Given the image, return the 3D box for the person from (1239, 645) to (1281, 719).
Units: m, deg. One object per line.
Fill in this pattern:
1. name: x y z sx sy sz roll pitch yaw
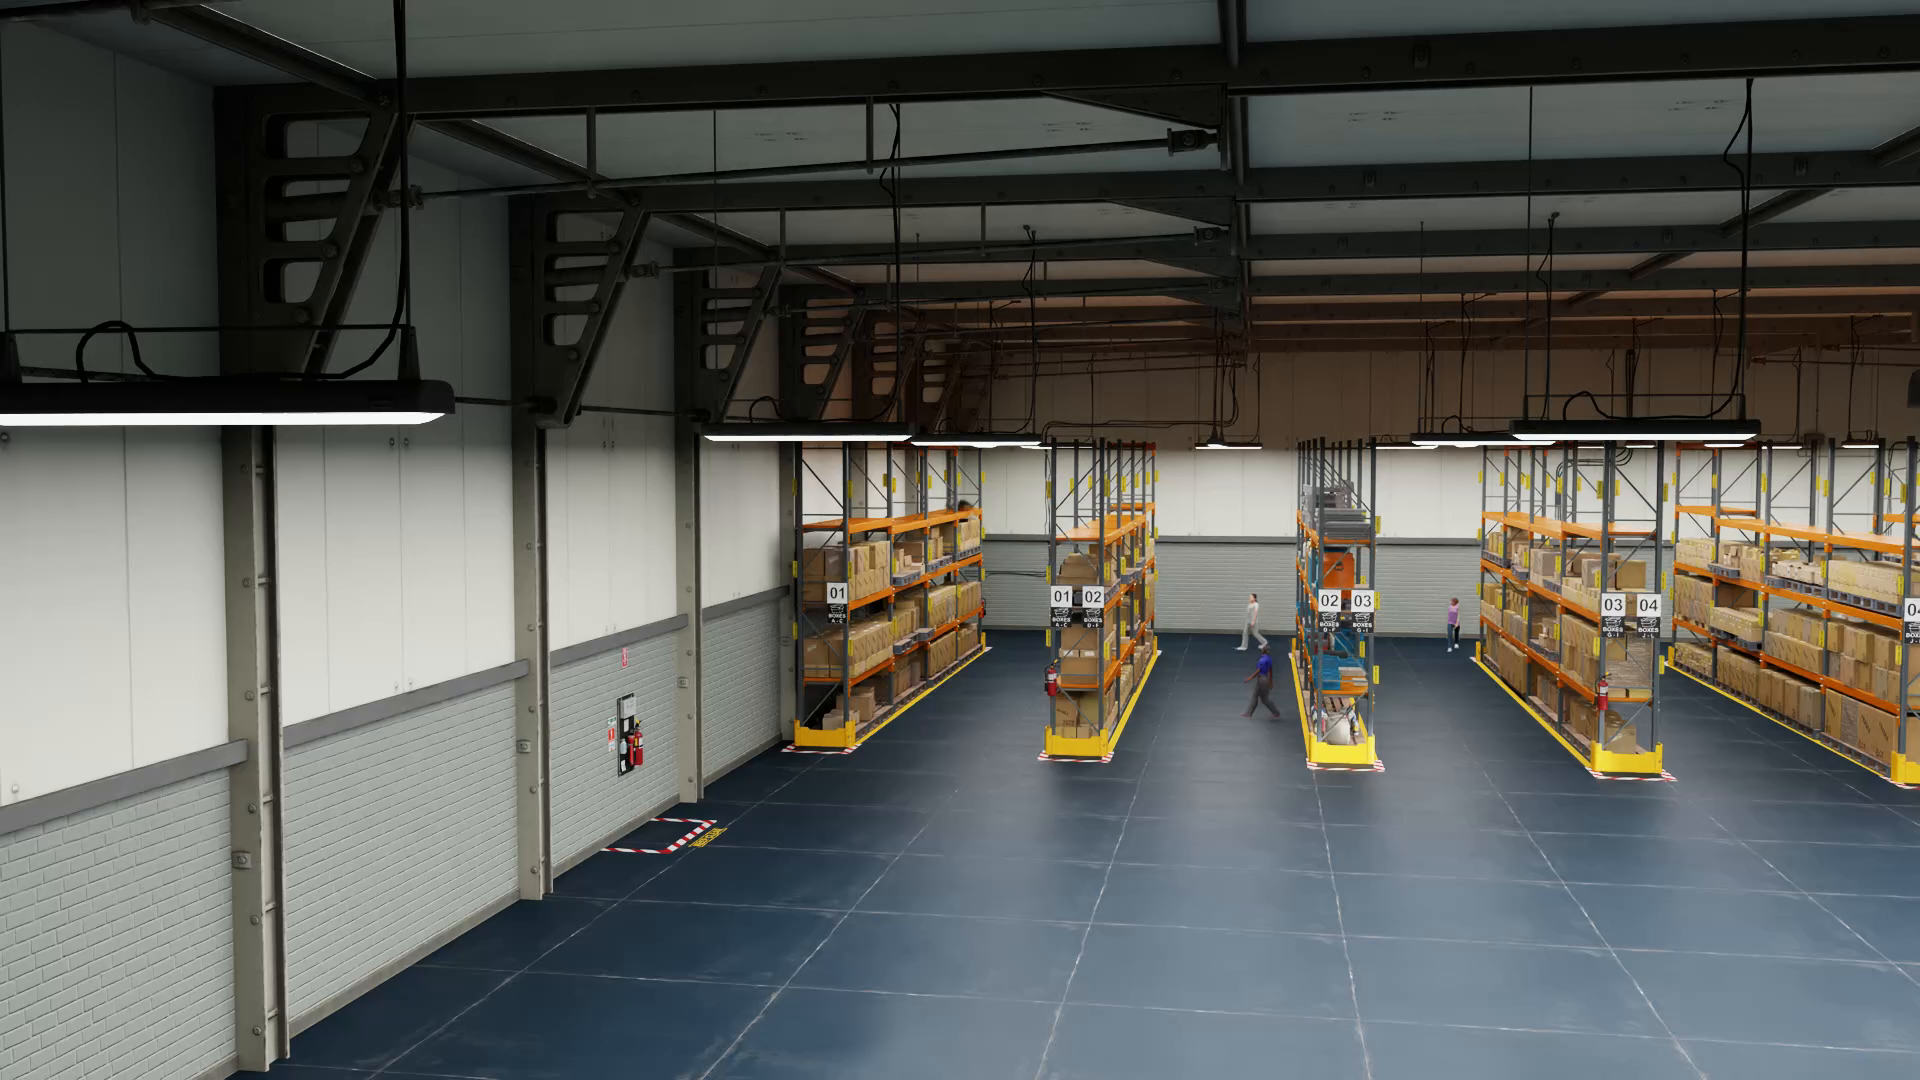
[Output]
1. person: 6.431 3.083 35.660 0.927 1.495 0.538 1 3 18

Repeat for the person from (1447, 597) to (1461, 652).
1. person: 14.173 2.405 47.724 0.376 1.546 0.938 1 3 17

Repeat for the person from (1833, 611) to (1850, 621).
1. person: 25.229 2.327 47.537 0.855 1.726 0.568 0 3 -1

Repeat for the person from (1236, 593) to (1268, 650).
1. person: 8.431 2.361 47.966 0.916 1.645 0.460 -1 3 -24
